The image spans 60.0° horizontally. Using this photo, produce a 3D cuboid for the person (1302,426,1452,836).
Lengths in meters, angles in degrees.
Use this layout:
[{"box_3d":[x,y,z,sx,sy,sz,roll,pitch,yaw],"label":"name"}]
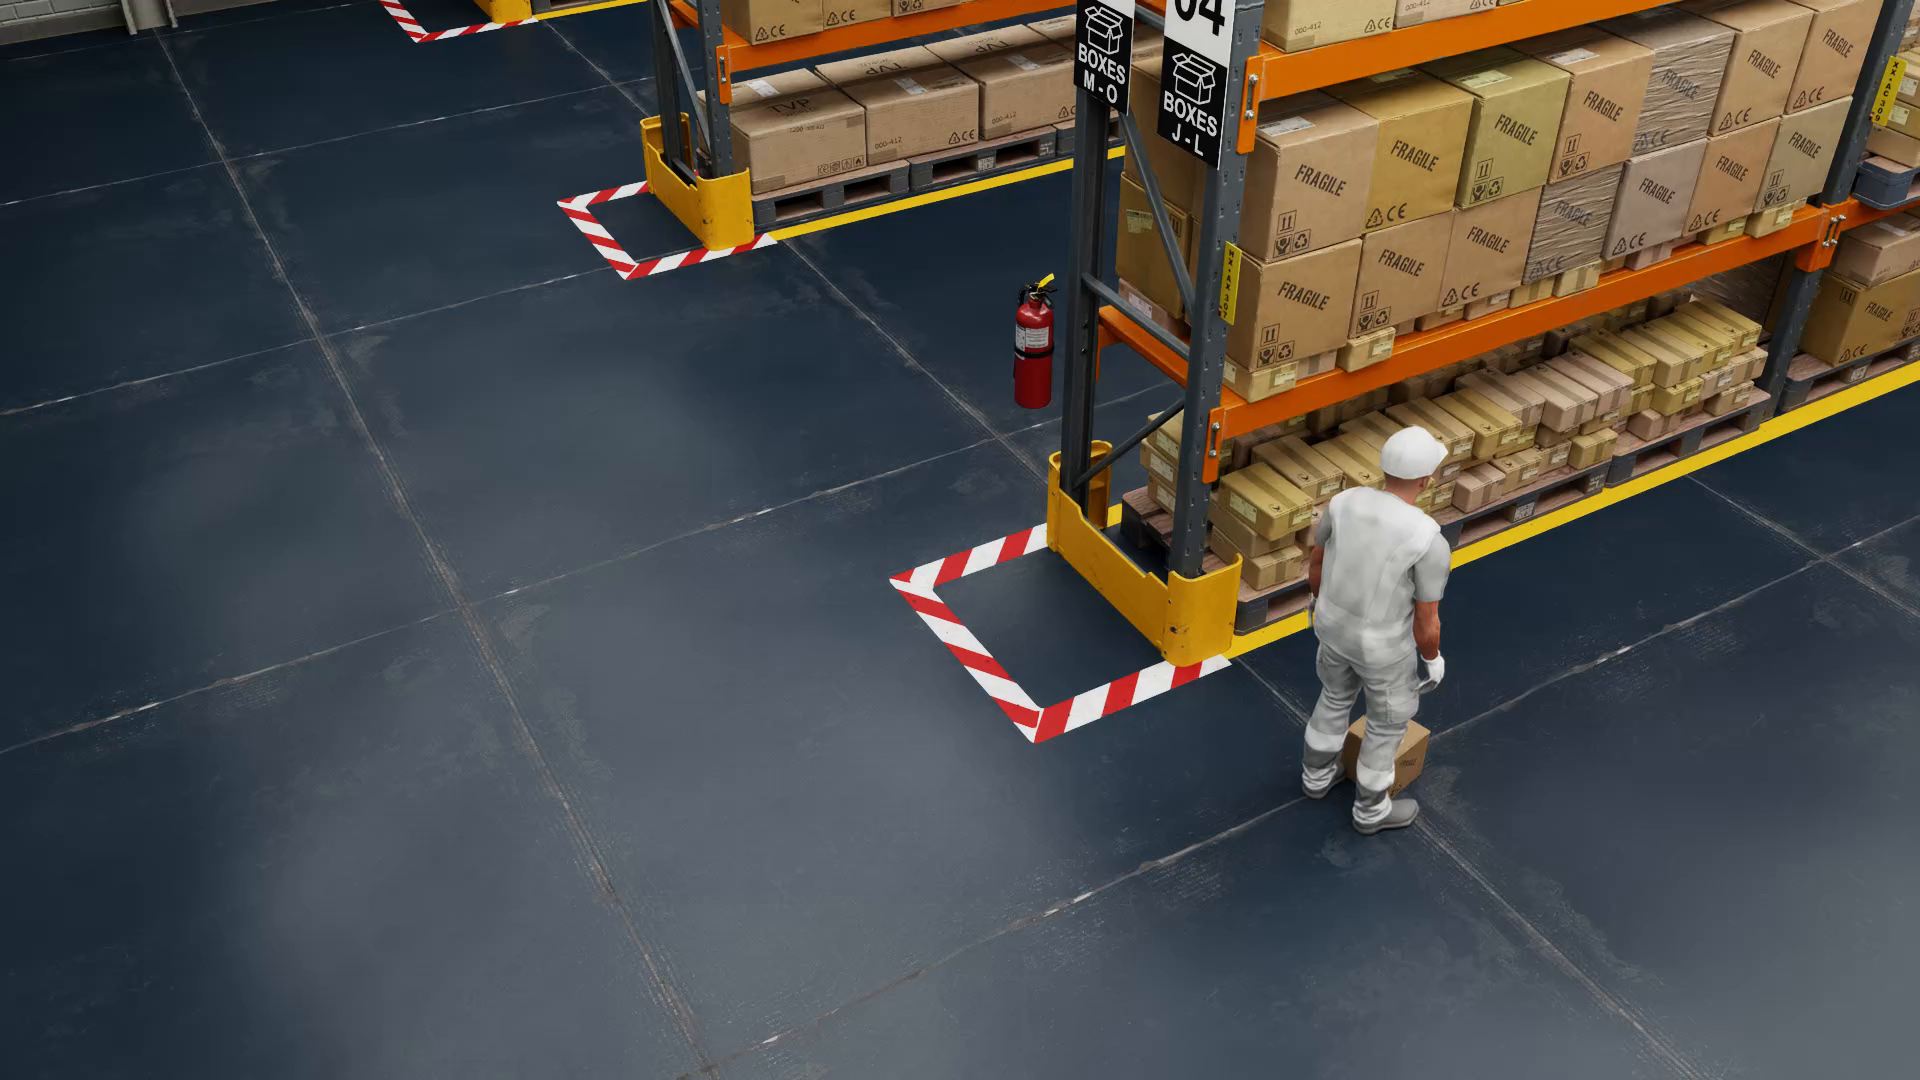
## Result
[{"box_3d":[1.598,0.357,6.432,0.448,1.780,0.619,-27,44,-31],"label":"person"}]
